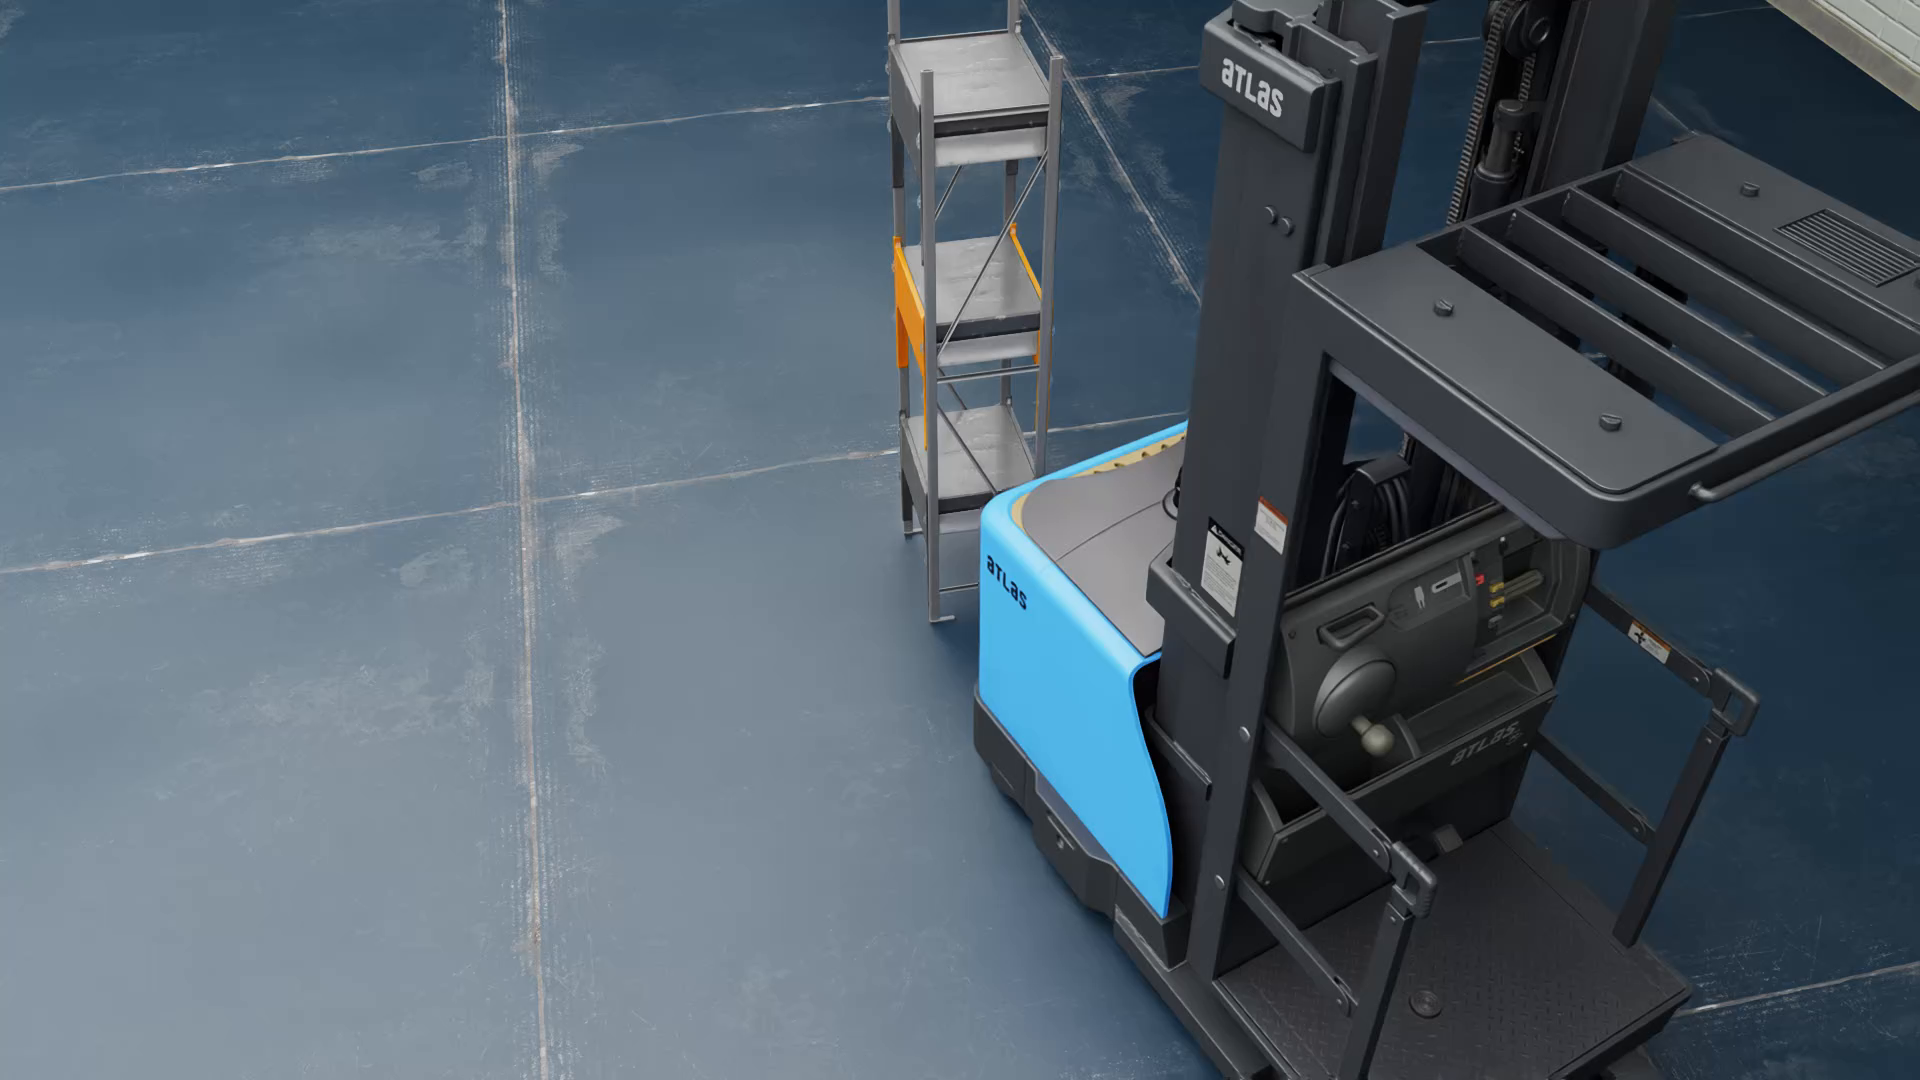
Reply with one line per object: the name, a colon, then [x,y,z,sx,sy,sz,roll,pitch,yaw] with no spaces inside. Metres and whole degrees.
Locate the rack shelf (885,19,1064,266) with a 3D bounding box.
rack shelf: [0.036,-1.191,4.976,0.431,0.518,0.480,-8,42,-9]

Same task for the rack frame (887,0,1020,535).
rack frame: [-0.017,-0.836,5.610,0.400,2.100,0.015,-8,42,-9]

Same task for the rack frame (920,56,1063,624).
rack frame: [0.088,-0.520,5.254,0.400,2.100,0.015,-8,42,-9]

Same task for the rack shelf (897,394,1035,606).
rack shelf: [0.036,-0.144,5.906,0.431,0.518,0.480,-8,42,-9]

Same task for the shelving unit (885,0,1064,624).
shelving unit: [0.036,-0.678,5.432,0.431,2.100,0.503,-8,42,-9]

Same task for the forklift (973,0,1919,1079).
forklift: [1.232,0.269,3.739,1.130,2.935,3.031,-22,46,-23]

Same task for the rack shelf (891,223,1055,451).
rack shelf: [0.036,-0.668,5.441,0.431,0.518,0.480,-8,42,-9]
